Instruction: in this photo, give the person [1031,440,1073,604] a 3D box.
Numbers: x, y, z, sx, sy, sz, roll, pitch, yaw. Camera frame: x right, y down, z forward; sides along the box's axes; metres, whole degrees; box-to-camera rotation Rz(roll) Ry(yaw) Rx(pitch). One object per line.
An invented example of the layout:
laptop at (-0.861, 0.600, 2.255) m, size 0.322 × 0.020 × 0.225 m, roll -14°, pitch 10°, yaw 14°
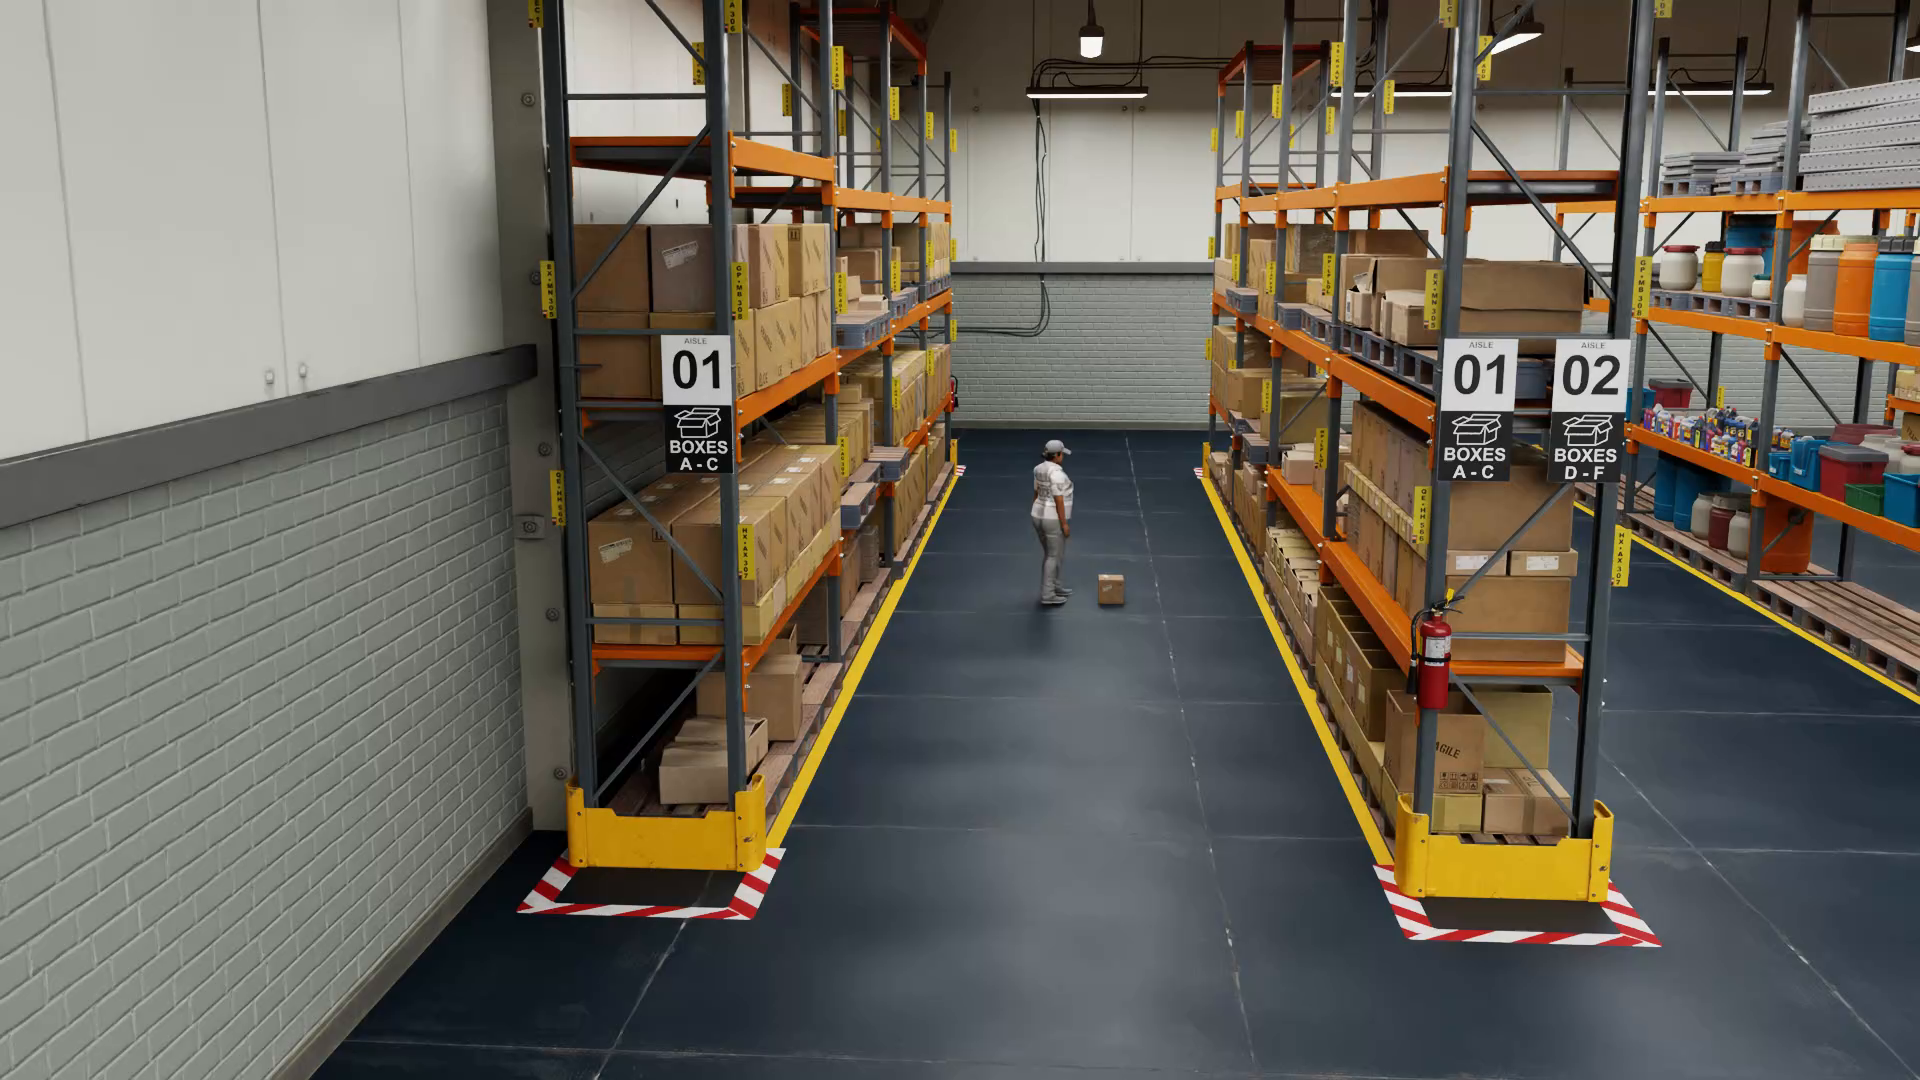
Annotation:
person at (1.011, -0.199, 16.928) m, size 0.538 × 1.663 × 0.504 m, roll -5°, pitch 12°, yaw -26°
